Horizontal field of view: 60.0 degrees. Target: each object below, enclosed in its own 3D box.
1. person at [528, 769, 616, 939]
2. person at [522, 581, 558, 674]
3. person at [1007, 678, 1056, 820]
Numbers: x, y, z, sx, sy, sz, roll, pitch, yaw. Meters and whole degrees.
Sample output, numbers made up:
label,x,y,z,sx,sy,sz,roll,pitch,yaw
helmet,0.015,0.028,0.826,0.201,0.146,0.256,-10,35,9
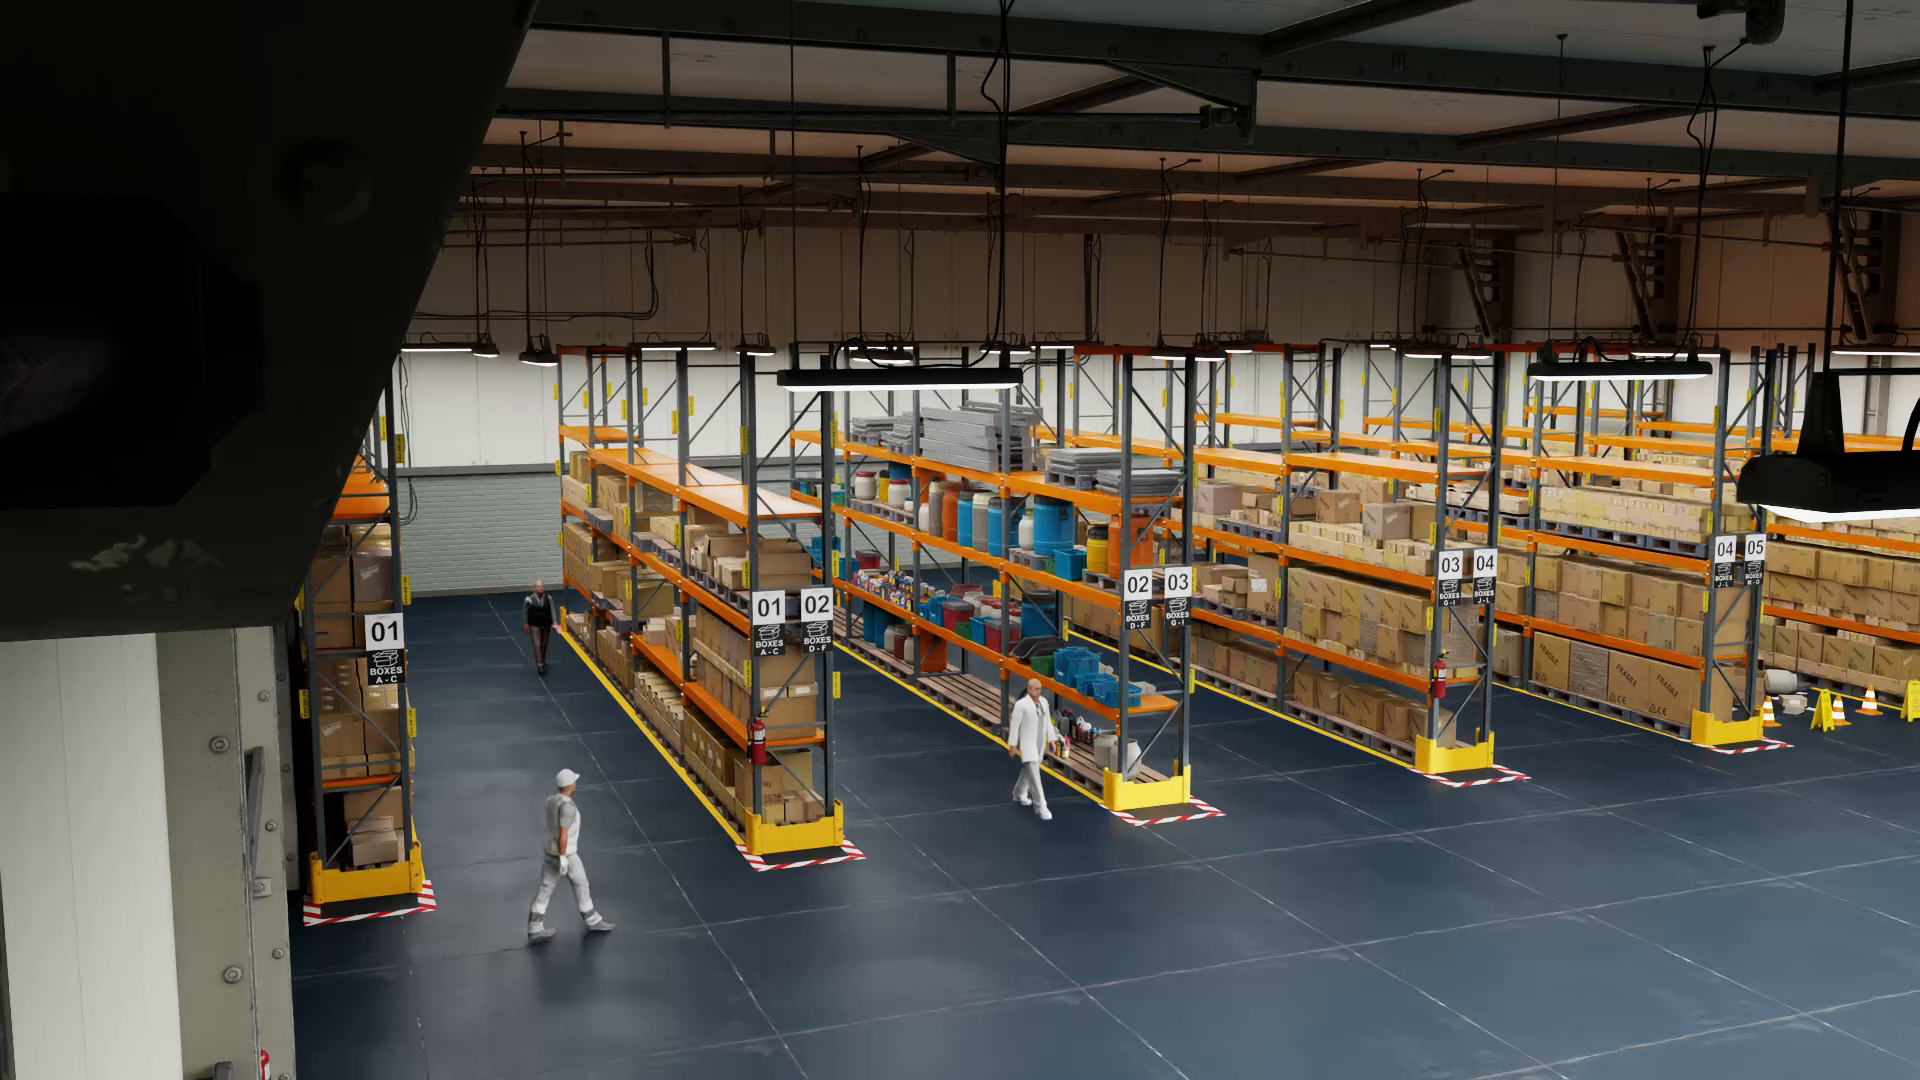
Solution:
label,x,y,z,sx,sy,sz,roll,pitch,yaw
person,-4.102,3.253,17.353,0.896,1.753,0.597,-5,9,-37
person,-7.772,1.585,30.795,0.607,1.667,1.068,-3,8,-24
person,0.993,2.684,21.814,0.962,1.745,0.607,7,10,44
